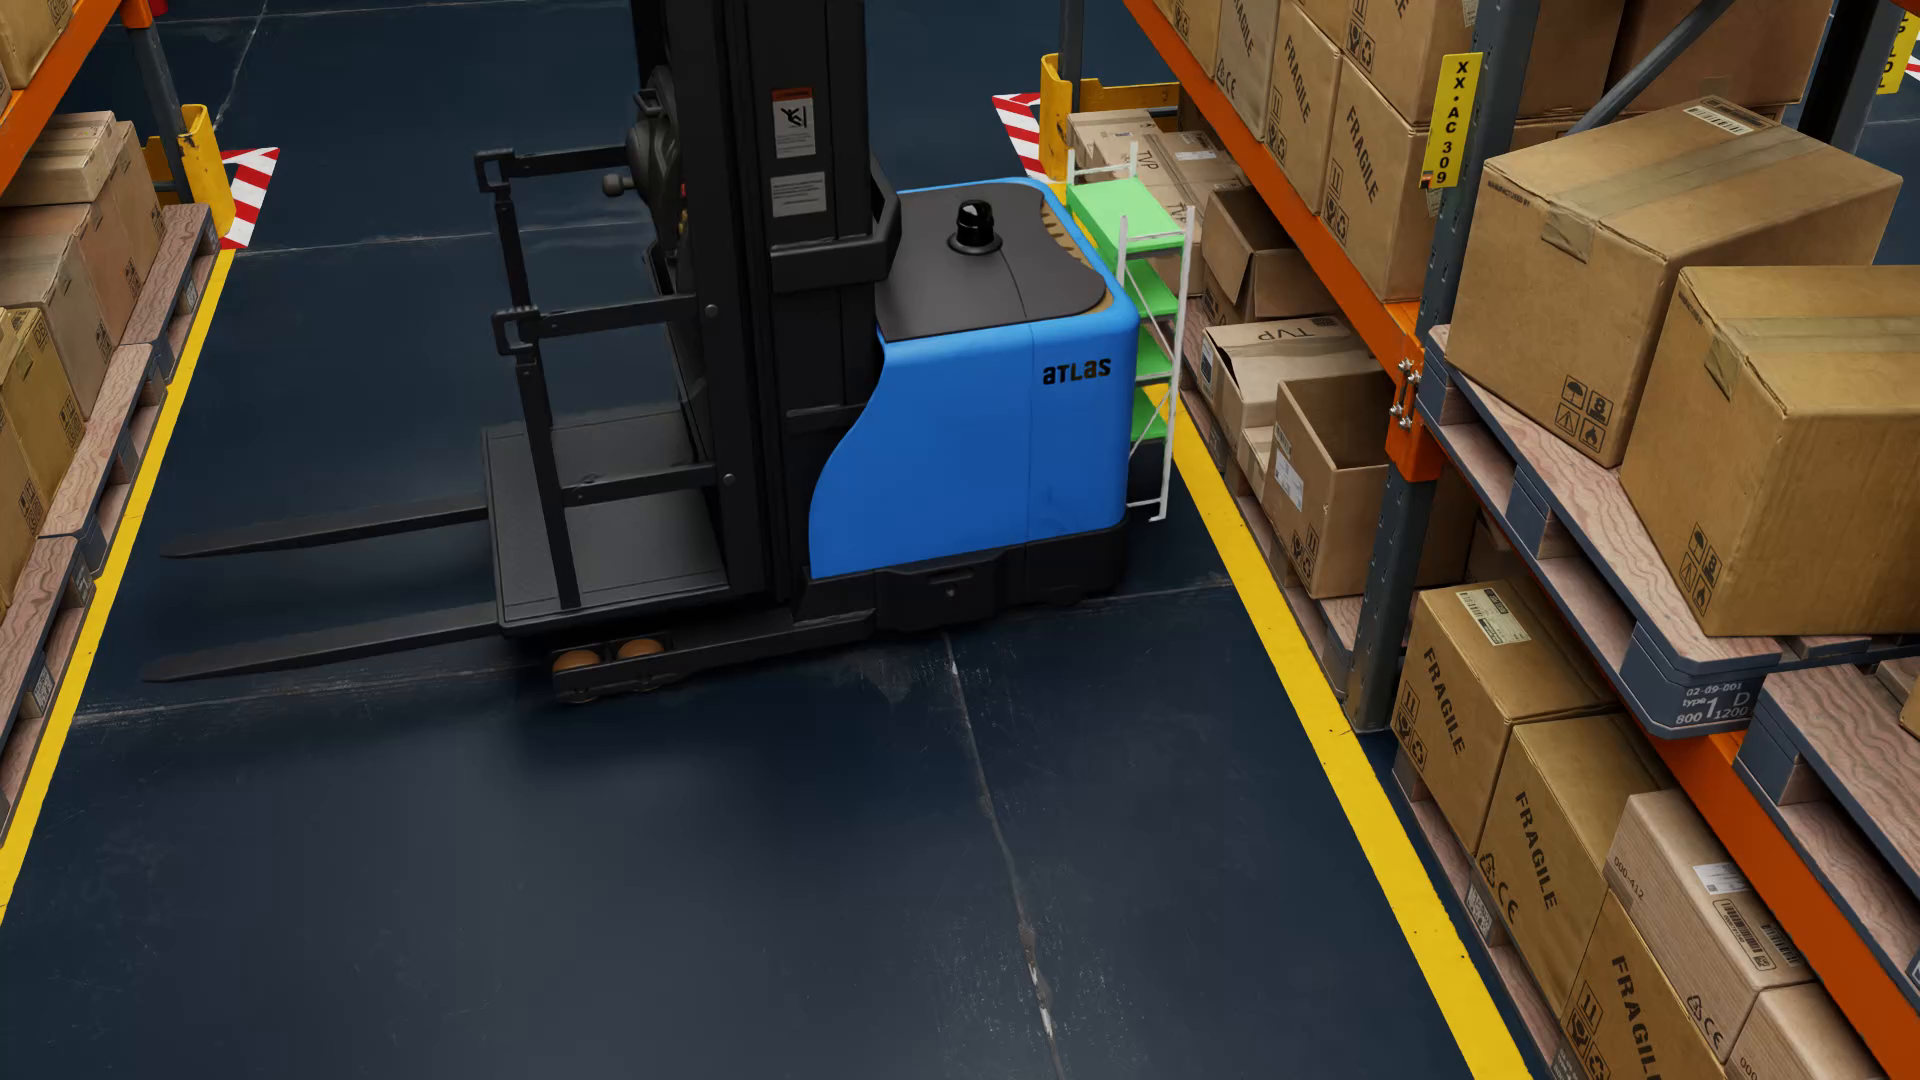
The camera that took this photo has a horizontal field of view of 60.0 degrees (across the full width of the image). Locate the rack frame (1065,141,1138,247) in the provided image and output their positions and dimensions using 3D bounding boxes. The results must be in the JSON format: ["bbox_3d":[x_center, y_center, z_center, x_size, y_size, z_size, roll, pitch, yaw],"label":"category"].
[{"bbox_3d":[0.470,-0.820,5.827,0.240,1.200,0.015,-10,39,-13],"label":"rack frame"}]

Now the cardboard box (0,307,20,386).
[{"bbox_3d":[-3.210,-0.590,5.231,0.380,0.149,0.250,-7,38,-9],"label":"cardboard box"}]

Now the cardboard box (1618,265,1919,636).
[{"bbox_3d":[1.715,-0.173,3.104,0.700,0.500,0.500,-1,38,-1],"label":"cardboard box"}]

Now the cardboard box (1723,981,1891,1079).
[{"bbox_3d":[1.777,1.056,3.013,0.500,0.250,0.500,-7,38,-9],"label":"cardboard box"}]

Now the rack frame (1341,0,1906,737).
[{"bbox_3d":[1.669,-0.686,4.188,1.000,3.000,0.127,-6,38,-8],"label":"rack frame"}]

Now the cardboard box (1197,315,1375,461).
[{"bbox_3d":[1.158,-0.565,5.865,0.500,0.311,0.500,-6,38,-8],"label":"cardboard box"}]

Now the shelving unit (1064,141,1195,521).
[{"bbox_3d":[0.538,-0.676,5.642,0.258,1.200,0.503,-10,39,-13],"label":"shelving unit"}]

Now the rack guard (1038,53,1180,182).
[{"bbox_3d":[0.981,-2.069,8.006,1.175,0.500,0.348,-6,38,-8],"label":"rack guard"}]

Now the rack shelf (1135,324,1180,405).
[{"bbox_3d":[0.538,-0.625,5.681,0.258,0.148,0.480,-10,39,-13],"label":"rack shelf"}]

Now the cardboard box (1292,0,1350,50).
[{"bbox_3d":[1.233,-1.707,4.606,0.500,0.500,0.500,-7,38,-9],"label":"cardboard box"}]

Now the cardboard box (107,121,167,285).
[{"bbox_3d":[-3.688,-1.334,6.717,0.700,0.500,0.500,-6,38,-8],"label":"cardboard box"}]

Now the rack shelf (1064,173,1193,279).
[{"bbox_3d":[0.538,-1.004,5.387,0.258,0.148,0.480,-10,39,-13],"label":"rack shelf"}]

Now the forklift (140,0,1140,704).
[{"bbox_3d":[-1.028,-1.017,4.671,3.031,2.935,1.130,-10,39,-12],"label":"forklift"}]

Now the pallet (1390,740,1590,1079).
[{"bbox_3d":[1.849,0.902,4.417,1.003,0.211,1.213,-6,38,-8],"label":"pallet"}]

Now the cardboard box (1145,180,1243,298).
[{"bbox_3d":[0.959,-1.227,6.767,0.500,0.250,0.500,-6,38,-8],"label":"cardboard box"}]

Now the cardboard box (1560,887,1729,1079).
[{"bbox_3d":[1.698,1.069,3.608,0.500,0.500,0.500,-6,38,-7],"label":"cardboard box"}]

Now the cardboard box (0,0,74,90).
[{"bbox_3d":[-3.671,-1.940,5.558,0.980,0.700,0.700,-7,38,-8],"label":"cardboard box"}]

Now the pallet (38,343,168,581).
[{"bbox_3d":[-3.481,-0.256,5.907,1.003,0.211,1.213,-6,38,-8],"label":"pallet"}]

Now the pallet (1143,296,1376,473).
[{"bbox_3d":[1.332,-0.738,6.528,1.003,0.211,1.213,-6,38,-8],"label":"pallet"}]

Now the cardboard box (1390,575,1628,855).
[{"bbox_3d":[1.514,0.446,4.410,0.500,0.500,0.500,-8,39,-10],"label":"cardboard box"}]

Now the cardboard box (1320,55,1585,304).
[{"bbox_3d":[1.328,-1.000,4.511,0.500,0.500,0.500,-6,38,-7],"label":"cardboard box"}]

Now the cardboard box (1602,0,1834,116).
[{"bbox_3d":[1.863,-1.435,4.256,0.500,0.500,0.500,-5,38,-7],"label":"cardboard box"}]

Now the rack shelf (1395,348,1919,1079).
[{"bbox_3d":[2.019,0.806,2.854,1.077,0.370,4.000,-6,38,-8],"label":"rack shelf"}]

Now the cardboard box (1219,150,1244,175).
[{"bbox_3d":[1.288,-1.601,7.316,0.380,0.166,0.250,-6,38,-8],"label":"cardboard box"}]

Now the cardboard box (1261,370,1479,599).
[{"bbox_3d":[1.290,-0.186,5.224,0.500,0.500,0.500,-6,38,-8],"label":"cardboard box"}]

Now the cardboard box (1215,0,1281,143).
[{"bbox_3d":[1.144,-1.621,5.310,0.500,0.500,0.500,-5,38,-7],"label":"cardboard box"}]

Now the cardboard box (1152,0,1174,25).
[{"bbox_3d":[0.967,-2.231,6.095,0.500,0.500,0.500,-6,38,-8],"label":"cardboard box"}]

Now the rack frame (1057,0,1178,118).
[{"bbox_3d":[0.967,-3.102,7.298,1.000,3.000,0.127,-6,38,-8],"label":"rack frame"}]

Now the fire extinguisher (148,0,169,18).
[{"bbox_3d":[-3.481,-2.530,6.929,0.296,0.674,0.183,-6,38,-8],"label":"fire extinguisher"}]

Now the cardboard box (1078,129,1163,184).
[{"bbox_3d":[0.746,-1.716,7.465,0.380,0.166,0.250,-6,38,-8],"label":"cardboard box"}]

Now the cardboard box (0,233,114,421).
[{"bbox_3d":[-3.511,-0.728,5.937,0.700,0.500,0.500,-7,38,-9],"label":"cardboard box"}]

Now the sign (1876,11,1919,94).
[{"bbox_3d":[2.215,-1.205,3.913,0.100,0.325,0.005,-6,38,-8],"label":"sign"}]

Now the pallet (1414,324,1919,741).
[{"bbox_3d":[1.701,-0.116,3.611,1.003,0.211,1.213,-6,38,-8],"label":"pallet"}]

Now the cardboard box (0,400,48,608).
[{"bbox_3d":[-3.323,-0.096,5.124,0.700,0.500,0.500,-7,38,-8],"label":"cardboard box"}]

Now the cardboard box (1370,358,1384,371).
[{"bbox_3d":[1.647,-0.539,5.950,0.380,0.166,0.250,-6,38,-8],"label":"cardboard box"}]

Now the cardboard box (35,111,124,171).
[{"bbox_3d":[-3.486,-1.532,6.443,0.380,0.149,0.250,-7,38,-8],"label":"cardboard box"}]
